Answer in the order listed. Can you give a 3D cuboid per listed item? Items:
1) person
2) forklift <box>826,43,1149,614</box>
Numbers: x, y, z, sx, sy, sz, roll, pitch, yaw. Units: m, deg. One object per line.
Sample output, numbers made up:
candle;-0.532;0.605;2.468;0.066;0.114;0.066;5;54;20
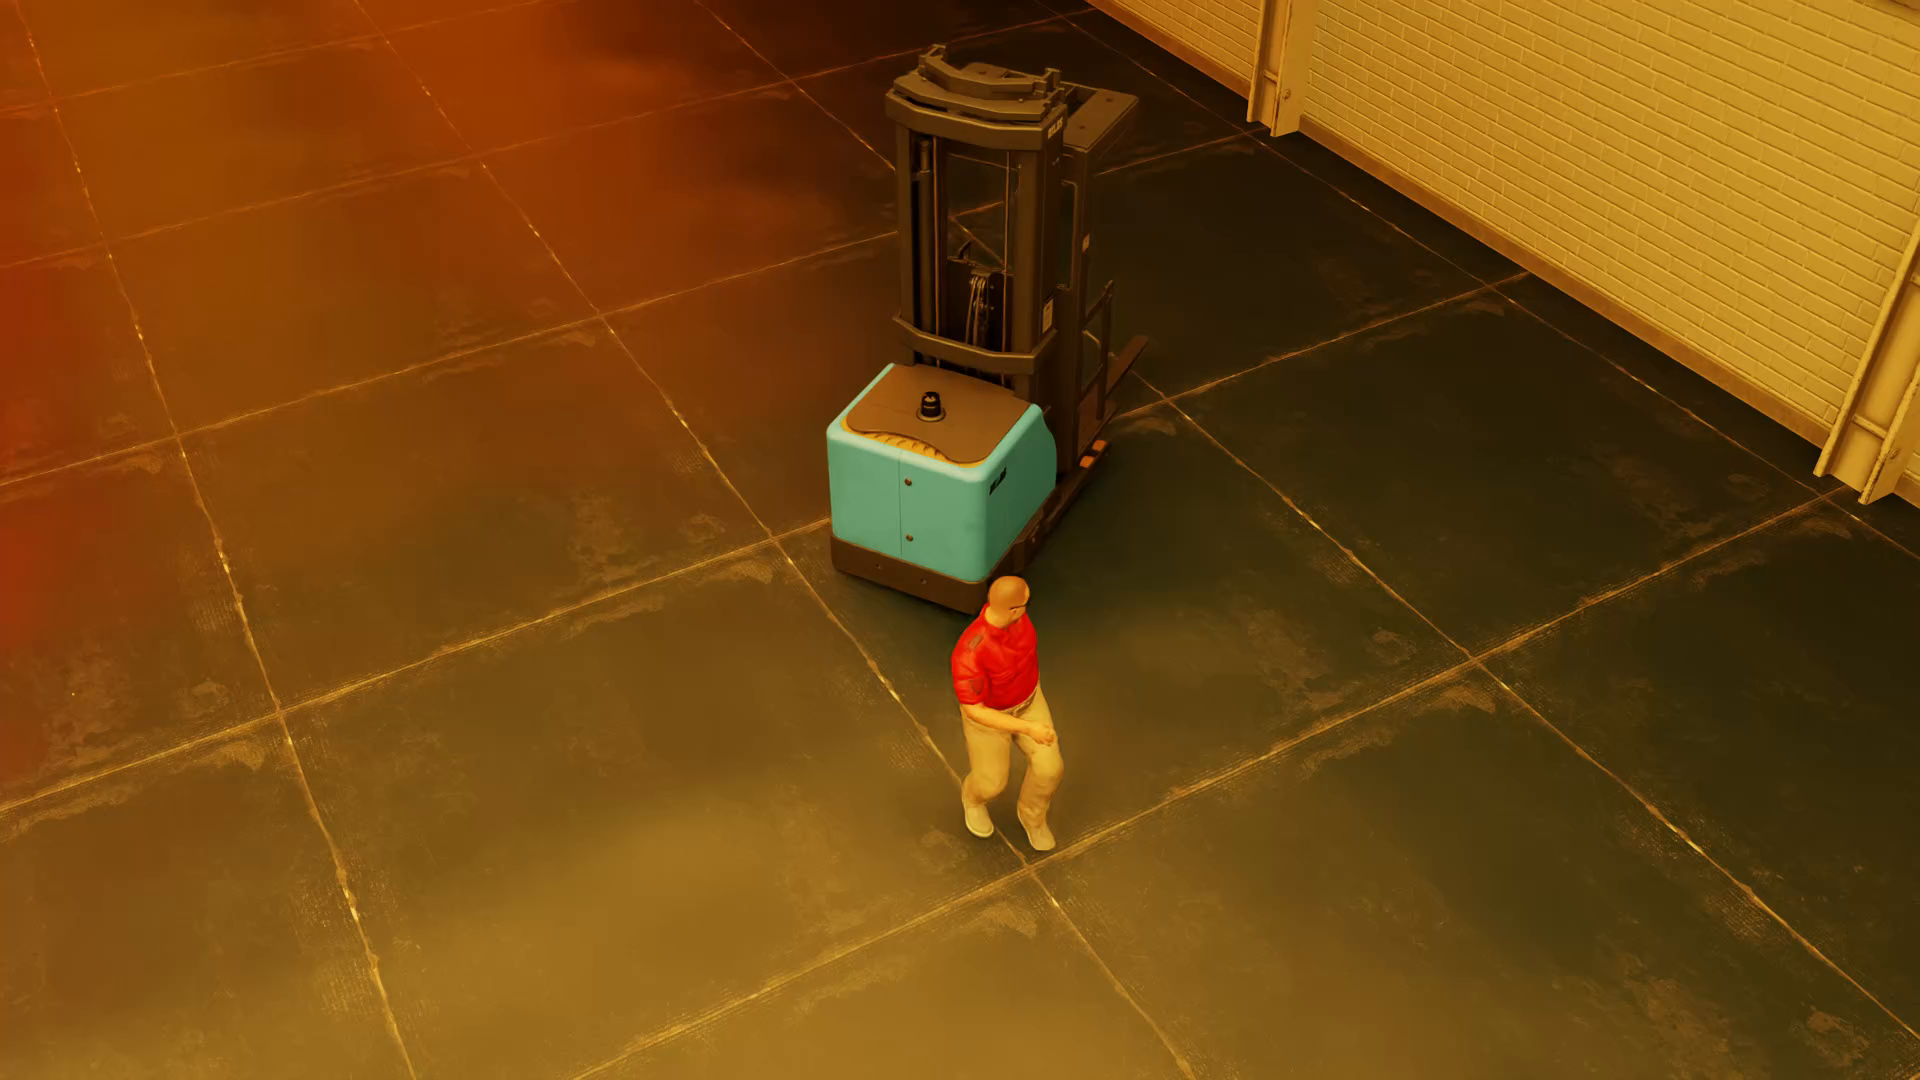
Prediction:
person;0.187;0.830;8.086;0.631;1.739;0.798;-24;45;-26
forklift;0.343;-1.629;10.001;1.130;2.935;3.031;18;43;20
